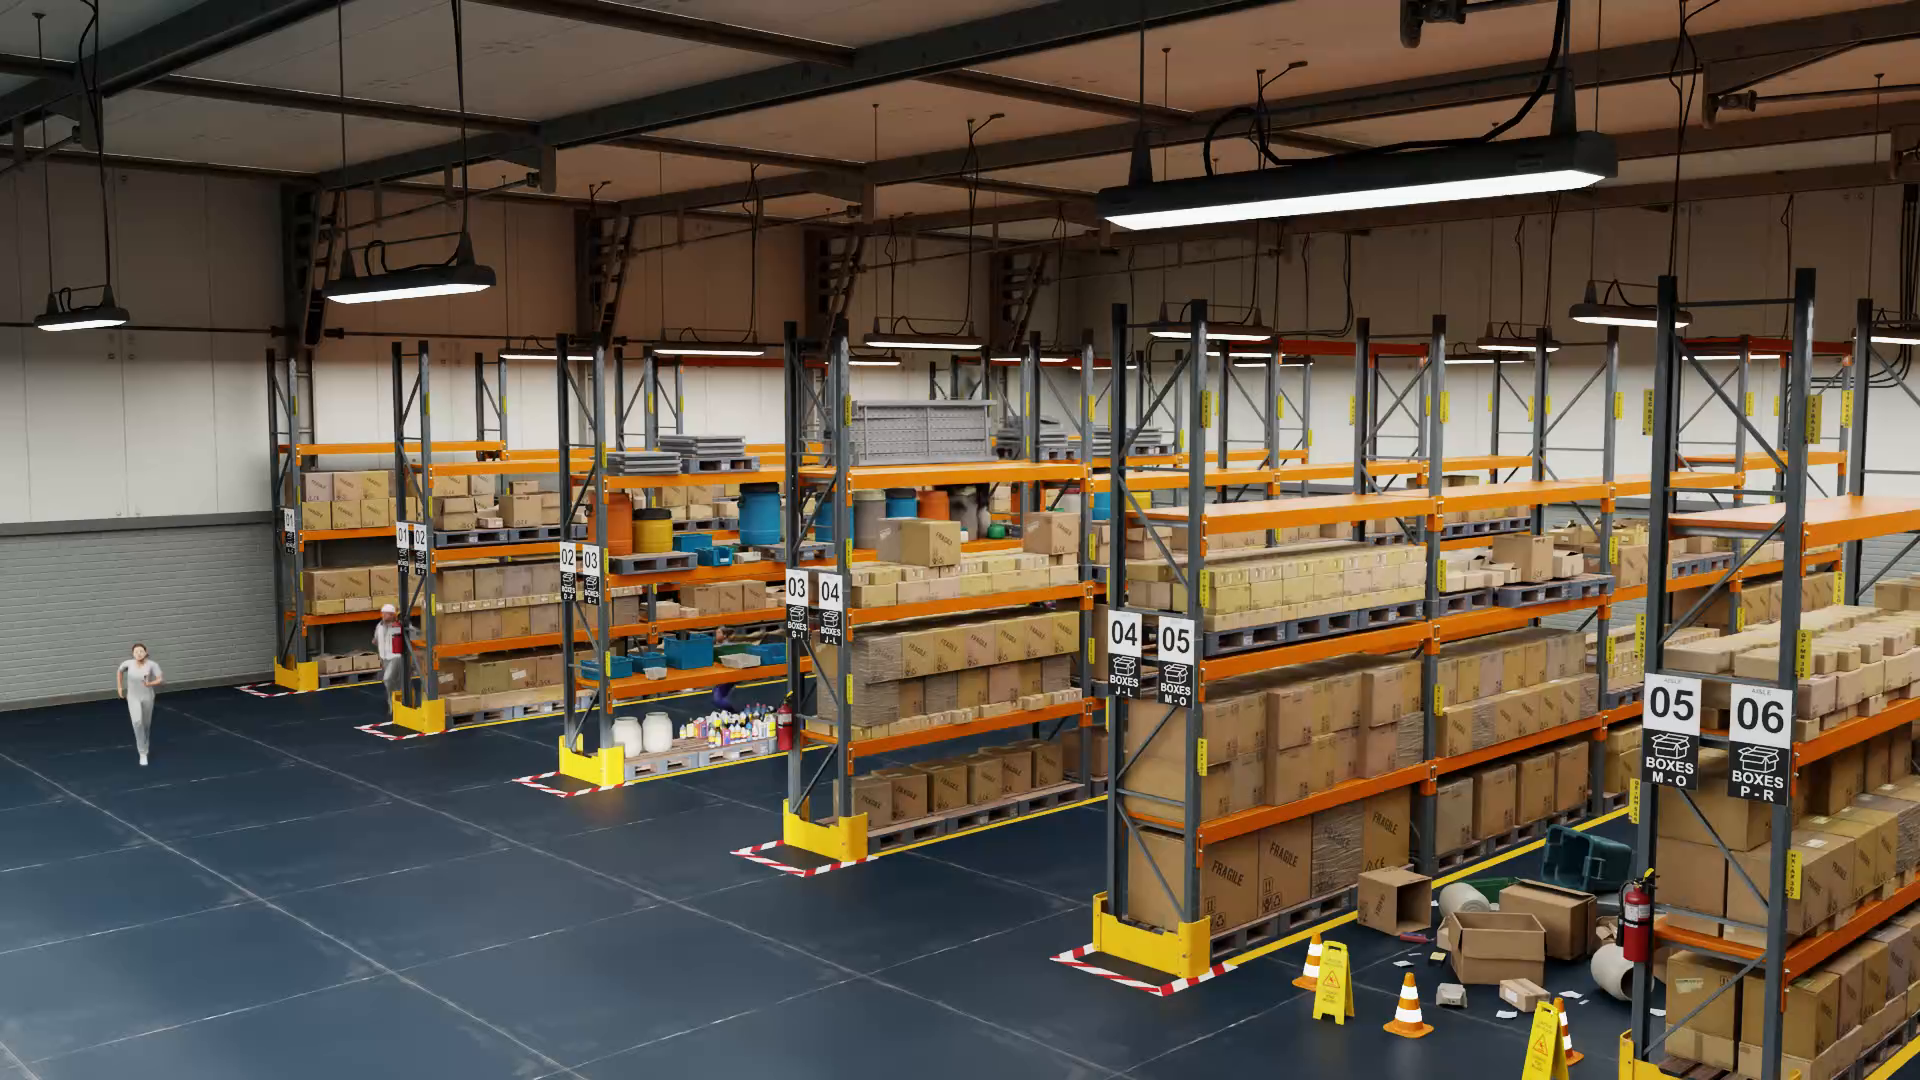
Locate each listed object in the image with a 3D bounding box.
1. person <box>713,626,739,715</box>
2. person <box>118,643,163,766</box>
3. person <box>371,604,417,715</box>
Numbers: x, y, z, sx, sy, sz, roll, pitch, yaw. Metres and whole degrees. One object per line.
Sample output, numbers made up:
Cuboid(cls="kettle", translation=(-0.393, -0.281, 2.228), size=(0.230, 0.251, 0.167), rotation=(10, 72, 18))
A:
Cuboid(cls="person", translation=(-3.684, 2.134, 25.704), size=(0.561, 1.609, 0.603), rotation=(-4, 6, -39))
Cuboid(cls="person", translation=(-11.637, 2.296, 23.639), size=(0.587, 1.703, 0.905), rotation=(-2, 5, -24))
Cuboid(cls="person", translation=(-9.298, 1.937, 27.288), size=(0.671, 1.803, 0.817), rotation=(2, 5, 23))
